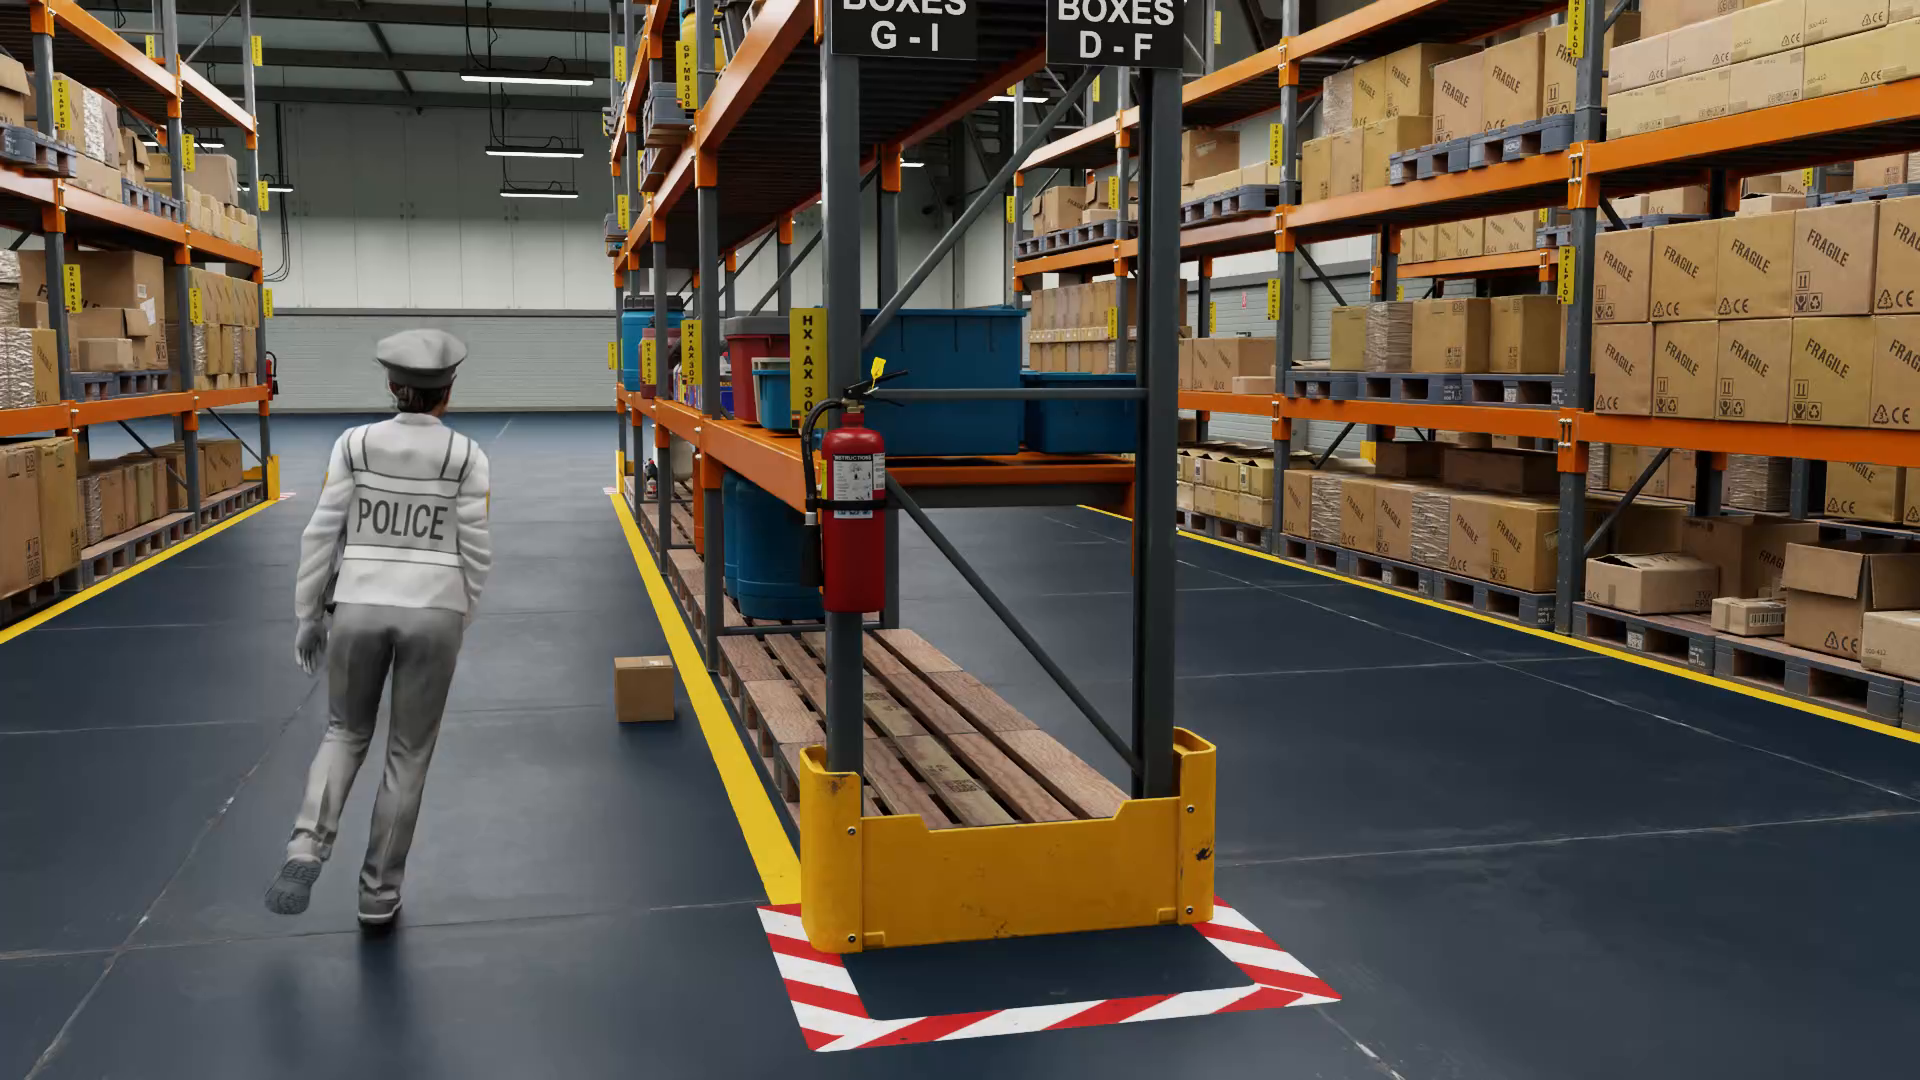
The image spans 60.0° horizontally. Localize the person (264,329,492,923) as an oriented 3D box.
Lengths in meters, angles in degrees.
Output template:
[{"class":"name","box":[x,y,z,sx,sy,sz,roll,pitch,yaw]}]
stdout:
[{"class":"person","box":[-1.641,0.242,4.693,0.627,1.668,0.436,-1,6,-7]}]
